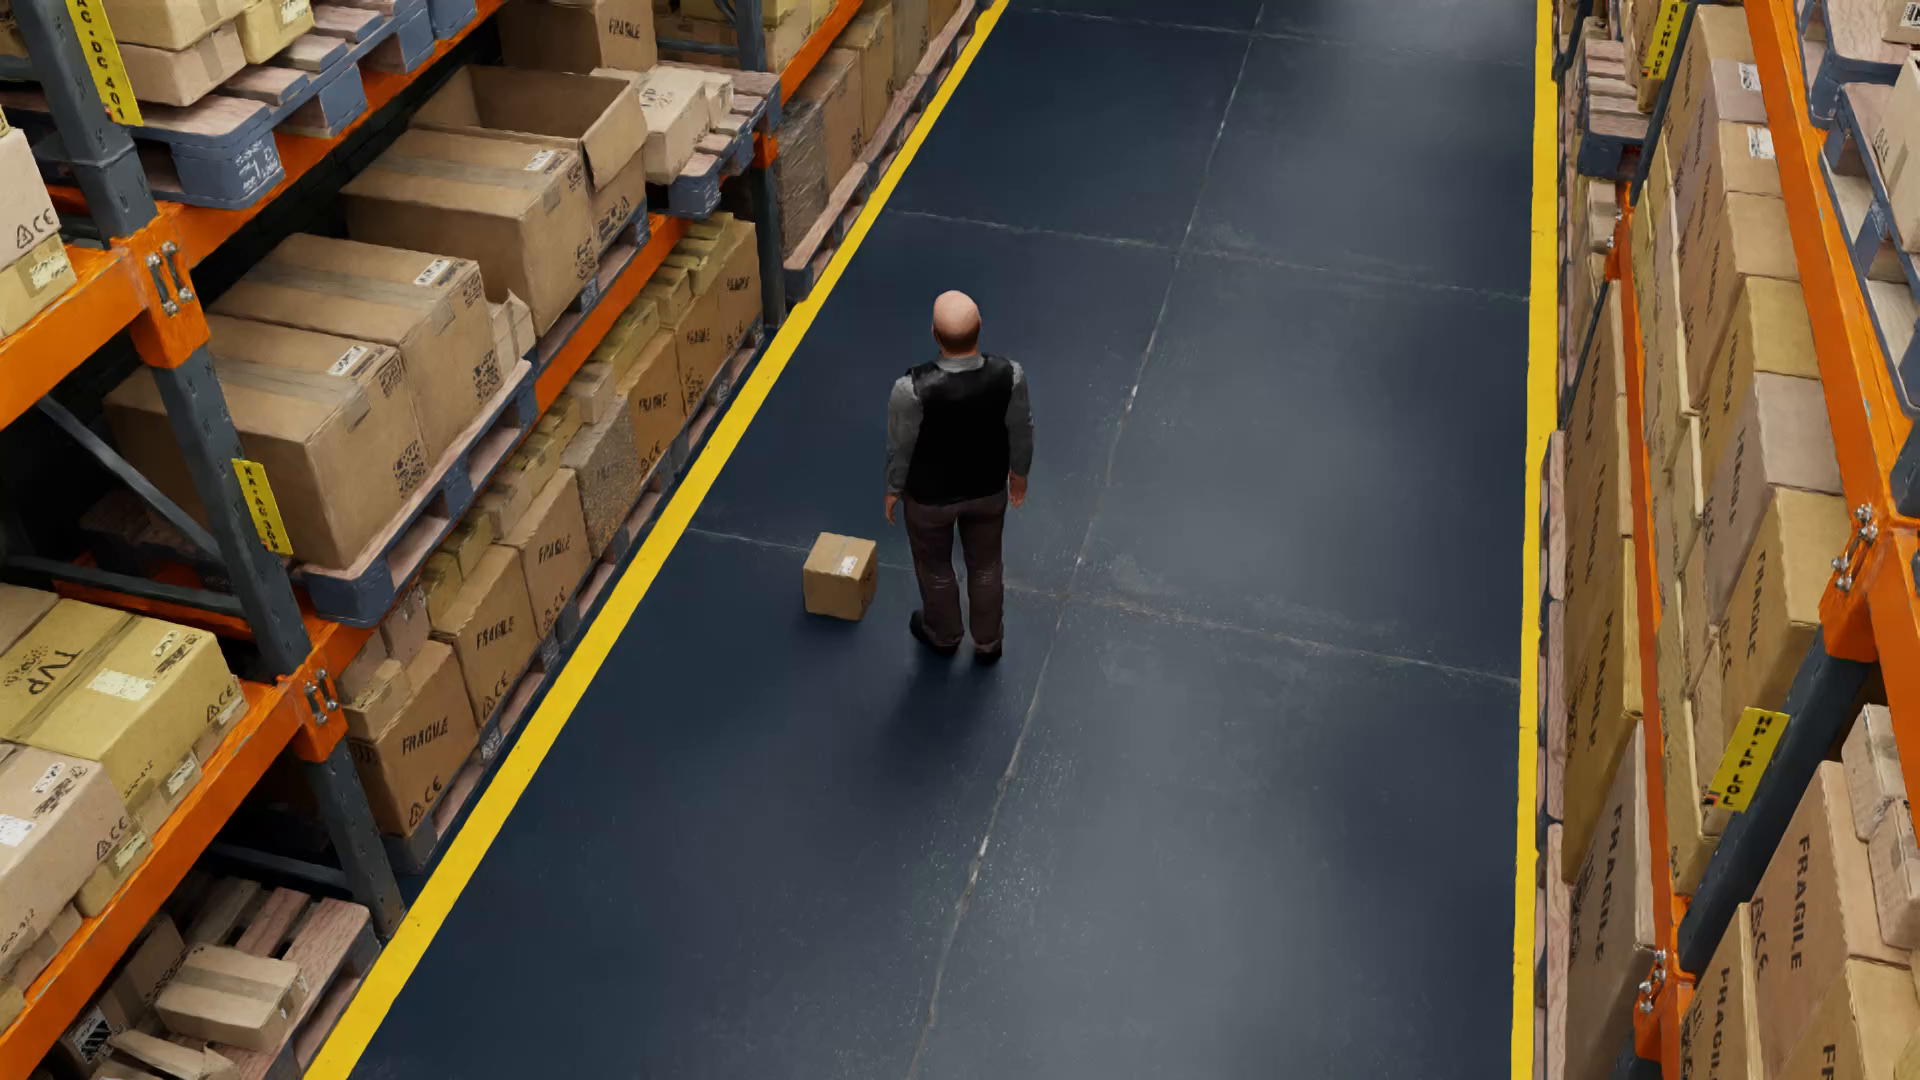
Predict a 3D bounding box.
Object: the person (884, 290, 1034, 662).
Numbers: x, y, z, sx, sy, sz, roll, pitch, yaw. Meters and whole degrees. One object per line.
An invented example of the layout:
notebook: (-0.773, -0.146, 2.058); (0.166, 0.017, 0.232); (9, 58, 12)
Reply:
person: (-0.020, -0.186, 6.456); (0.573, 1.640, 0.409); (-12, 42, -14)
